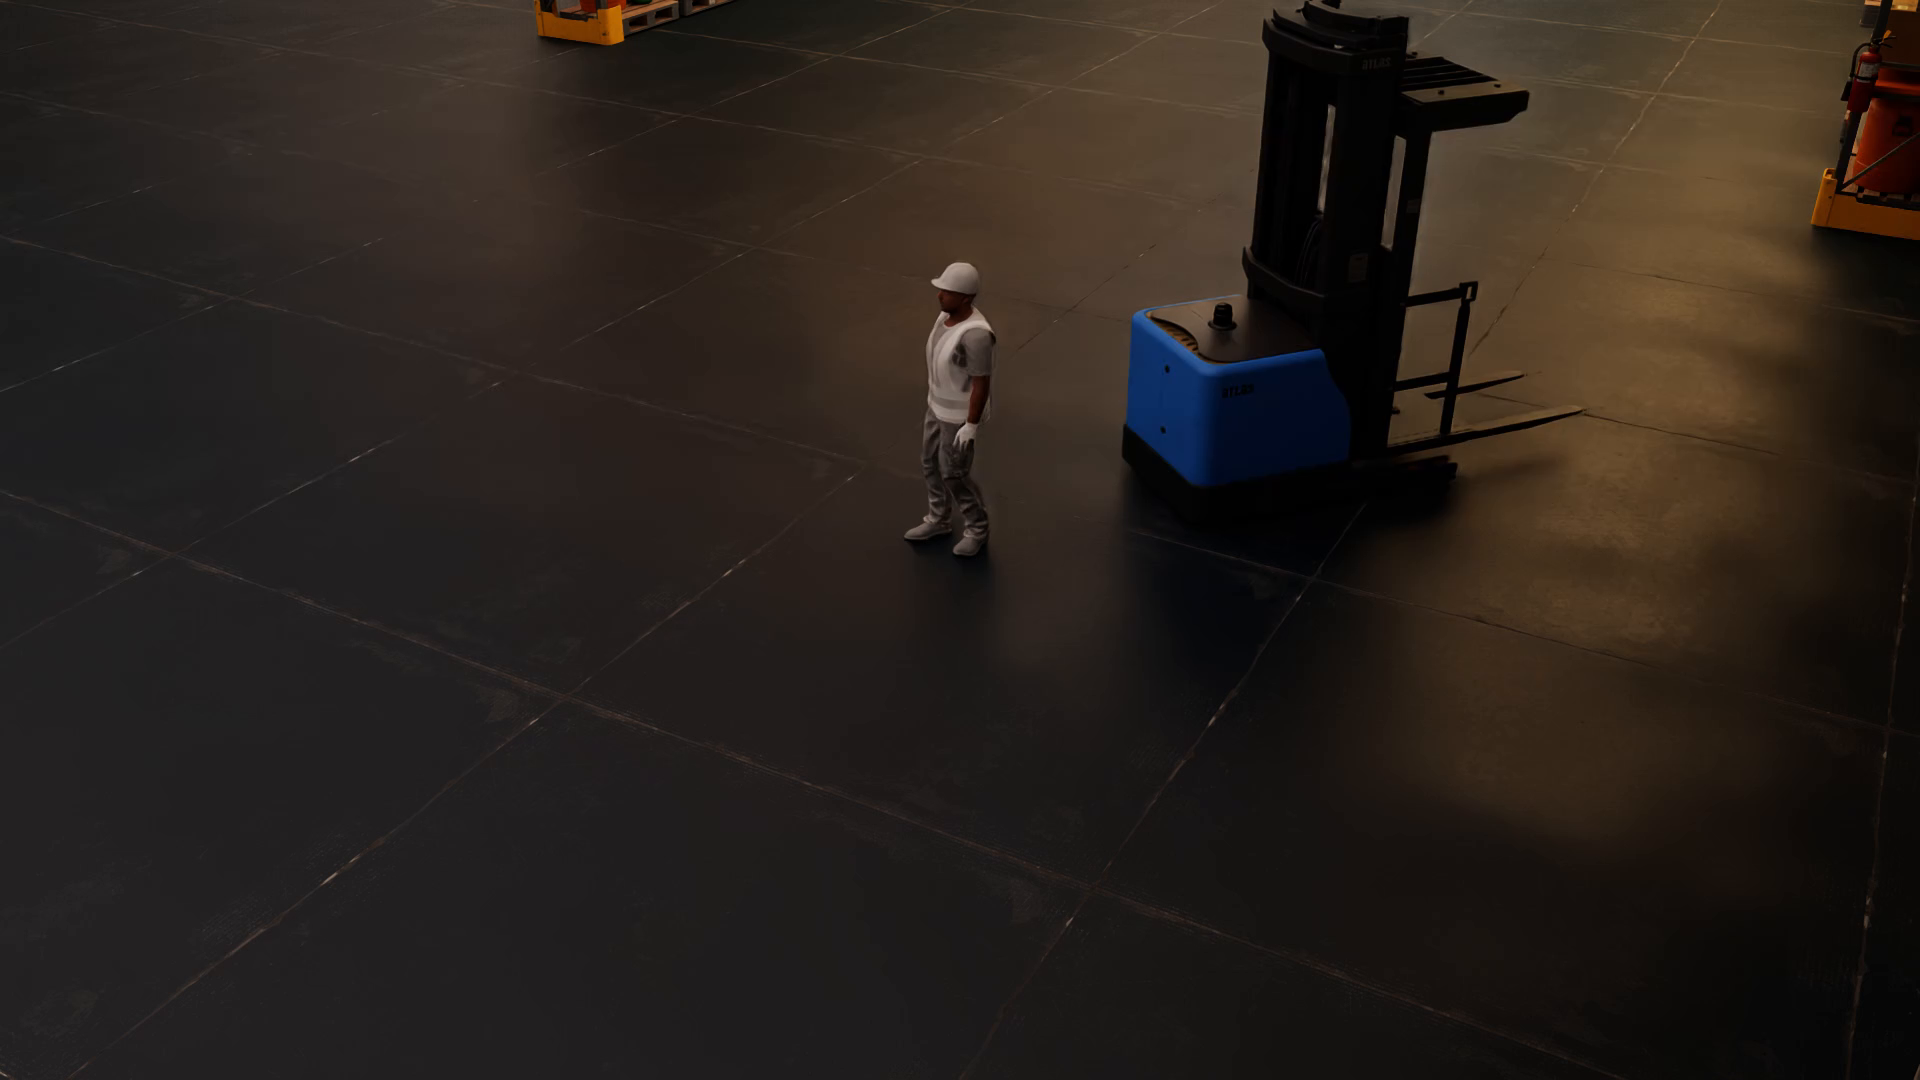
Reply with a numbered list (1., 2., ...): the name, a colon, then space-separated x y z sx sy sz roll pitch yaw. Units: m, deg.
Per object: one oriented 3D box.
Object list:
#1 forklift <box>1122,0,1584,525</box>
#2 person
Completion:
1. forklift: 2.621 -1.817 10.219 3.031 2.935 1.130 -11 32 -19
2. person: -0.061 -0.722 9.510 0.476 1.781 0.637 -10 31 -16
